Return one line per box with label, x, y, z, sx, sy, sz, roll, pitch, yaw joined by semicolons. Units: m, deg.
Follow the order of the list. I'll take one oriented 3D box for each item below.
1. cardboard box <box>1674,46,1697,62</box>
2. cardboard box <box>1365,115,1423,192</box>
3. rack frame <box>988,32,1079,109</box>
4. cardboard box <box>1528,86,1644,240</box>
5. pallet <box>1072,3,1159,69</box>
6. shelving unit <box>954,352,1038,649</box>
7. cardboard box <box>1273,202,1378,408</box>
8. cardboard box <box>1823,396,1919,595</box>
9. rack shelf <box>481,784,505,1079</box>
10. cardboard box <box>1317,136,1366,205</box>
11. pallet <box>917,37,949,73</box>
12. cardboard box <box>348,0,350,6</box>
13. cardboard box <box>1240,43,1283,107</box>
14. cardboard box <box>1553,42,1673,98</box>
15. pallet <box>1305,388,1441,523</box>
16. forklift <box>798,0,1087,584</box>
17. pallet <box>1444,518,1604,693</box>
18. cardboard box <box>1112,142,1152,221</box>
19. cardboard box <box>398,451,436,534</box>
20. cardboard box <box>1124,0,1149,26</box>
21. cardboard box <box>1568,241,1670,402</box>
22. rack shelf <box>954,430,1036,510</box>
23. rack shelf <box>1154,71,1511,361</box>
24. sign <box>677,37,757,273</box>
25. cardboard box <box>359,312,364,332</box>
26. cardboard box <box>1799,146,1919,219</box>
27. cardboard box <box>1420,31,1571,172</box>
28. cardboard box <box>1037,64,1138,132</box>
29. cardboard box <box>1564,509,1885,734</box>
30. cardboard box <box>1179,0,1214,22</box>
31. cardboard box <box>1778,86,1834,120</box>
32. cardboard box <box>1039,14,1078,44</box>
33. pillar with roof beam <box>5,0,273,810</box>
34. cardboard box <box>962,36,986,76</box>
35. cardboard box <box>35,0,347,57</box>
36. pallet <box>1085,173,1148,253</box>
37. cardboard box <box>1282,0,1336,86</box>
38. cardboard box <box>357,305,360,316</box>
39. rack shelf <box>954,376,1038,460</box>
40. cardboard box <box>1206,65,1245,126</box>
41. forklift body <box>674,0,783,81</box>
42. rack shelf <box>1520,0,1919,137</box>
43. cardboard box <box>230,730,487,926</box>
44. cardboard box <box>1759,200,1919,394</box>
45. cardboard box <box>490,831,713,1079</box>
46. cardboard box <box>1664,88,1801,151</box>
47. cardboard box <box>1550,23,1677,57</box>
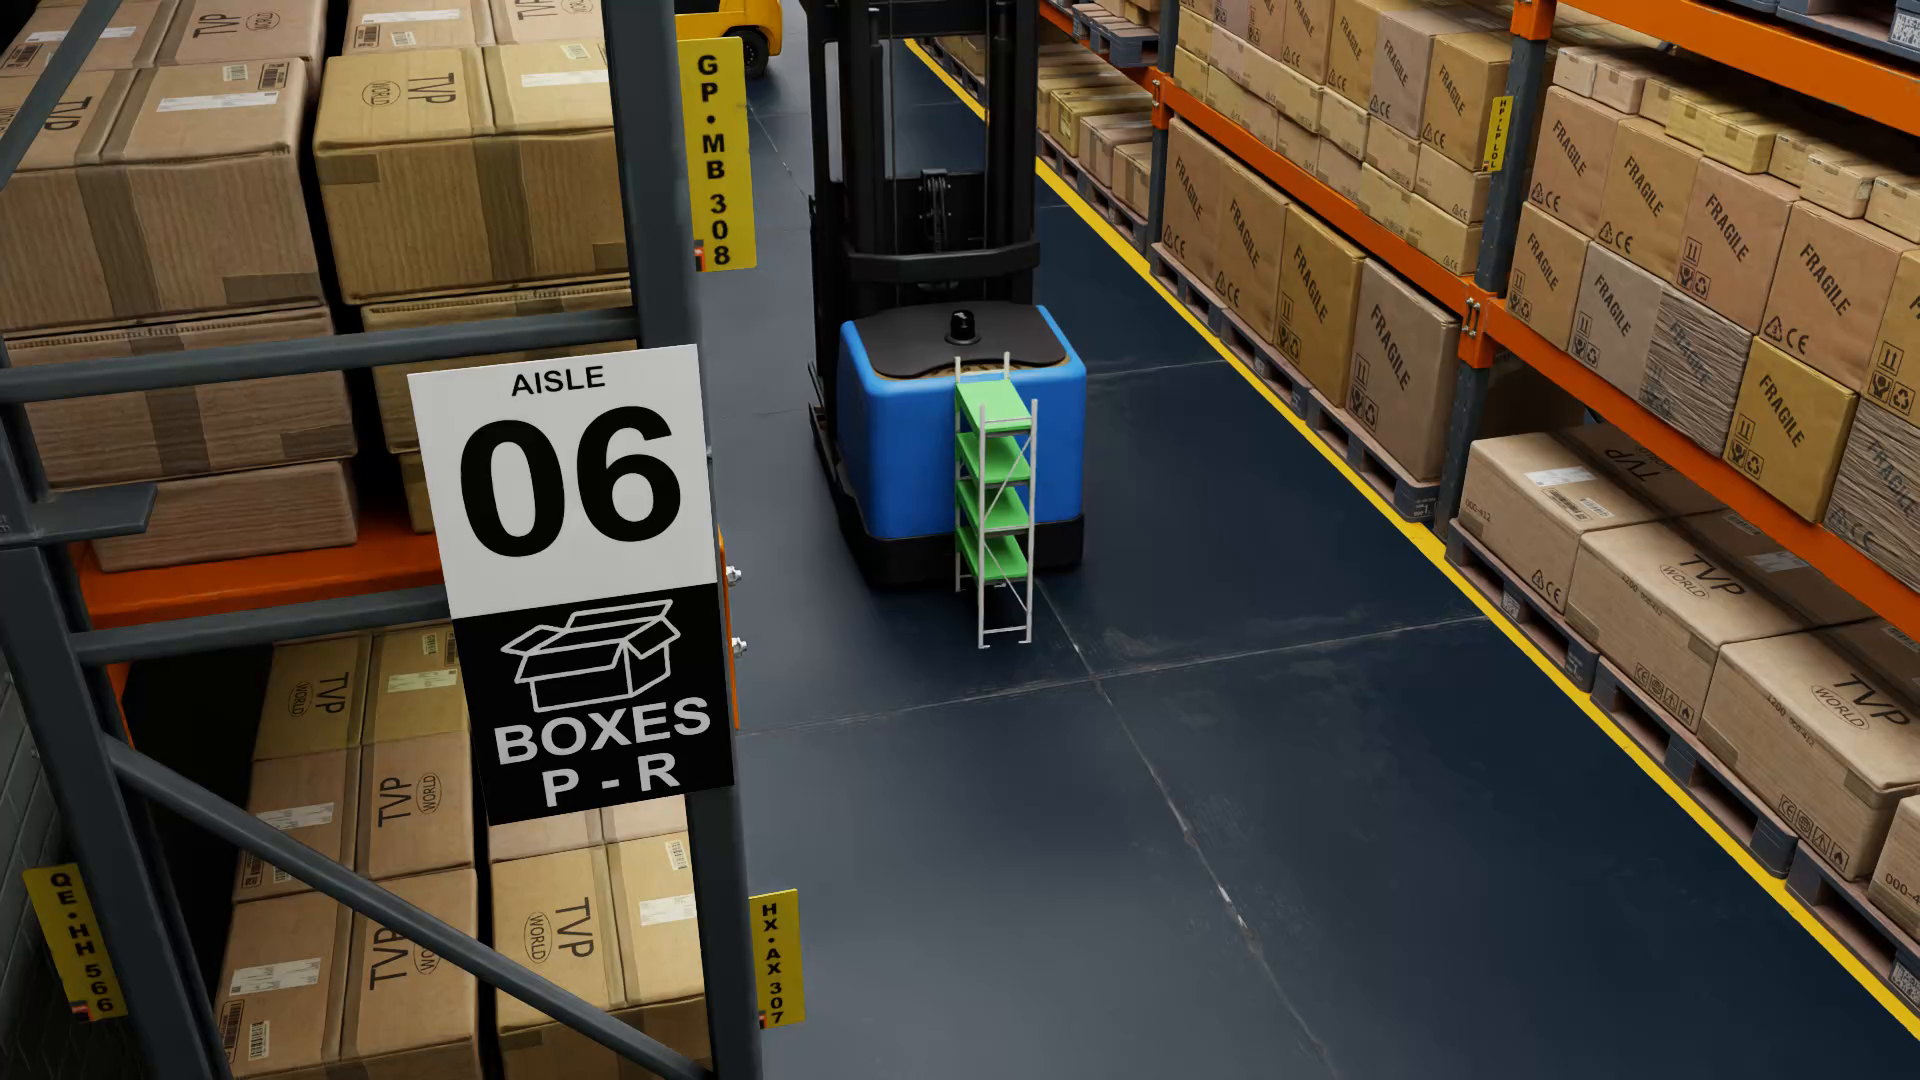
cardboard box;3.248;-2.023;7.005;0.380;0.149;0.250;-8;31;-14
cardboard box;2.368;-1.945;8.267;0.500;0.250;0.500;-7;31;-12
rack frame;0.736;-5.236;14.303;1.000;3.000;0.127;-8;31;-13
cardboard box;2.752;-1.586;6.899;0.500;0.500;0.500;-8;31;-13
pallet;1.506;-3.552;11.583;1.213;0.211;1.003;-8;31;-13
shelving unit;0.148;-0.168;7.342;0.258;1.200;0.503;-6;31;-10
cardboard box;2.370;-1.359;9.305;0.875;0.875;0.875;-7;31;-12
cardboard box;3.273;-0.173;5.455;0.500;0.500;0.500;-7;31;-12
rack shelf;-1.395;0.566;4.995;1.077;0.370;4.000;-8;31;-13
cardboard box;2.247;-1.983;8.832;0.500;0.250;0.500;-9;31;-15
pallet;0.196;-4.940;16.573;1.003;0.211;1.213;-8;31;-13
cardboard box;-1.003;-1.094;3.505;0.500;0.250;0.500;-8;31;-14
cardboard box;1.950;-2.686;9.547;0.500;0.250;0.500;-8;31;-13
cardboard box;2.693;-1.942;6.866;0.380;0.149;0.250;-8;31;-14
pallet;2.582;-0.528;8.952;1.003;0.211;1.213;-8;31;-13
forklift;-0.221;-1.786;8.410;1.130;2.935;3.031;-6;31;-10
pallet;2.986;0.212;7.673;1.003;0.211;1.213;-8;31;-13
cardboard box;1.657;-2.623;11.992;0.950;0.372;0.625;-10;32;-17
cardboard box;-0.724;-0.153;2.777;0.380;0.149;0.250;-7;31;-12
cardboard box;1.343;-3.624;11.349;0.380;0.149;0.250;-7;31;-13
cardboard box;2.861;-0.911;6.730;0.500;0.500;0.500;-8;31;-13
rack shelf;0.148;-0.320;7.254;0.258;0.148;0.480;-6;31;-10
rack shelf;2.328;-2.027;9.476;1.077;0.370;4.000;-8;31;-13
sign;-0.341;-0.528;2.300;0.100;0.325;0.005;-8;31;-13
cardboard box;-1.369;-0.471;3.326;0.380;0.149;0.250;-9;31;-15
cardboard box;3.079;-1.204;5.591;0.380;0.149;0.250;-8;31;-13
cardboard box;2.499;-2.031;7.667;0.500;0.500;0.500;-7;31;-12
cardboard box;1.072;-3.681;13.820;0.950;0.372;0.625;-6;31;-10
cardboard box;3.161;0.304;6.868;0.875;0.438;0.875;-9;31;-15
cardboard box;1.693;-3.510;10.222;0.500;0.500;0.500;-9;31;-15
cardboard box;3.354;-1.640;6.343;0.380;0.149;0.250;-8;31;-14
cardboard box;0.840;-4.874;15.253;0.500;0.500;0.500;-6;31;-11
pillar with roof beam;1.541;-3.424;5.182;9.100;9.000;0.400;-8;31;-13
cardboard box;0.320;-4.478;15.318;0.500;0.250;0.500;-6;31;-11
cardboard box;-1.535;-1.034;3.401;0.500;0.250;0.500;-8;31;-13
pallet;1.591;-2.475;12.316;1.003;0.211;1.213;-8;31;-13
cardboard box;2.087;-2.775;8.953;0.500;0.500;0.500;-7;31;-12
cardboard box;-1.392;-0.565;3.091;0.500;0.250;0.500;-8;31;-13
rack shelf;0.148;-0.528;7.133;0.258;0.148;0.480;-6;31;-10
cardboard box;1.838;-2.724;10.112;0.500;0.250;0.500;-9;31;-15
forklift body;-2.848;-5.466;15.546;2.313;2.155;1.214;-8;31;-13
rack shelf;3.390;-1.394;5.387;1.077;0.370;4.000;-8;31;-13
cardboard box;-1.377;0.721;3.863;0.500;0.250;0.500;-8;31;-13
cardboard box;3.137;-0.849;5.624;0.500;0.500;0.500;-8;31;-14
cardboard box;-0.724;0.902;3.550;0.500;0.250;0.500;-8;31;-13
cardboard box;2.892;-1.575;6.231;0.380;0.149;0.250;-8;31;-14
cardboard box;3.020;-2.099;7.785;0.500;0.500;0.500;-7;31;-13
